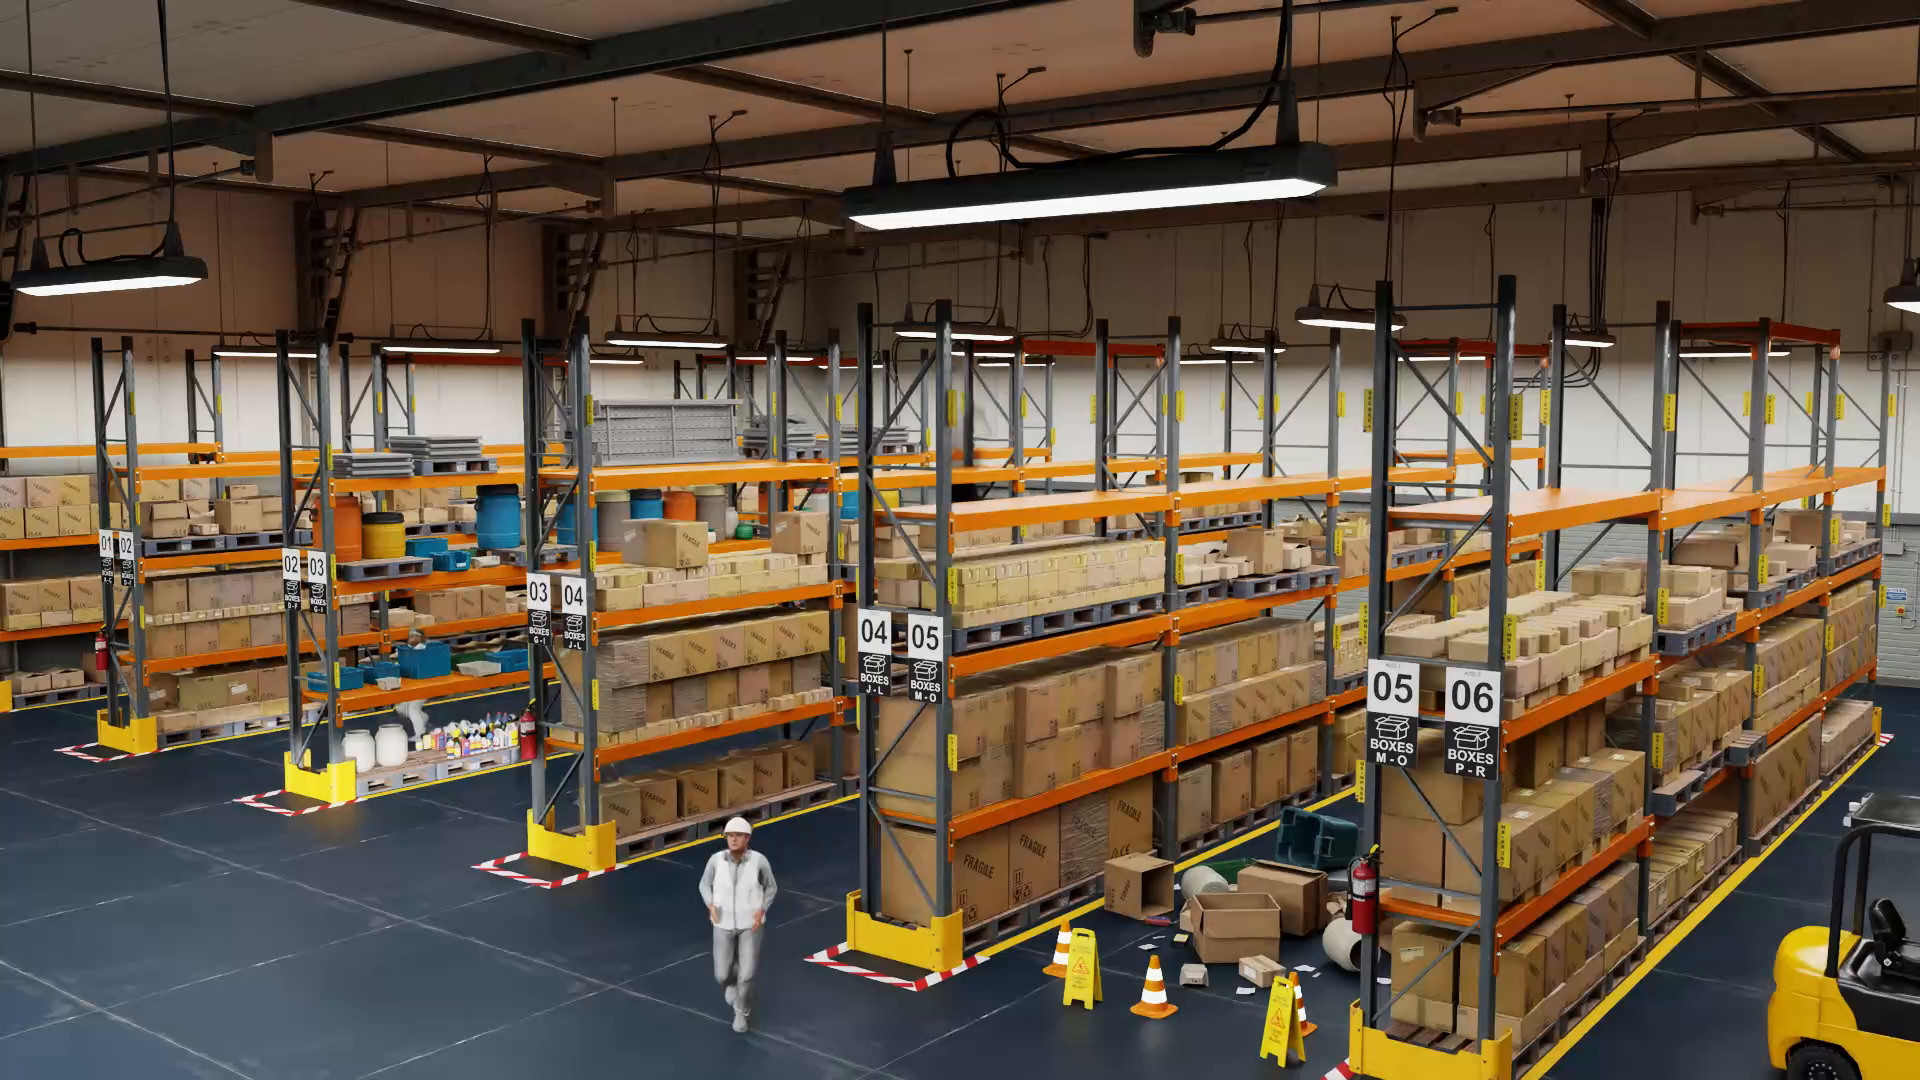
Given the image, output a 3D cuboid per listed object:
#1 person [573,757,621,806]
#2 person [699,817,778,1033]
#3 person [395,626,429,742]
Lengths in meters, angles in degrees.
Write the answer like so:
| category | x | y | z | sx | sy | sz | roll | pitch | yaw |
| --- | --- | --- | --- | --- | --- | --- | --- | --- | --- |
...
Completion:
| category | x | y | z | sx | sy | sz | roll | pitch | yaw |
| --- | --- | --- | --- | --- | --- | --- | --- | --- | --- |
| person | -4.653 | 2.476 | 21.213 | 0.575 | 1.724 | 0.778 | 3 | 6 | 29 |
| person | -1.825 | 3.129 | 13.665 | 0.650 | 1.741 | 0.571 | 0 | 5 | 1 |
| person | -8.112 | 2.140 | 24.784 | 0.644 | 1.737 | 0.595 | 3 | 6 | 30 |
